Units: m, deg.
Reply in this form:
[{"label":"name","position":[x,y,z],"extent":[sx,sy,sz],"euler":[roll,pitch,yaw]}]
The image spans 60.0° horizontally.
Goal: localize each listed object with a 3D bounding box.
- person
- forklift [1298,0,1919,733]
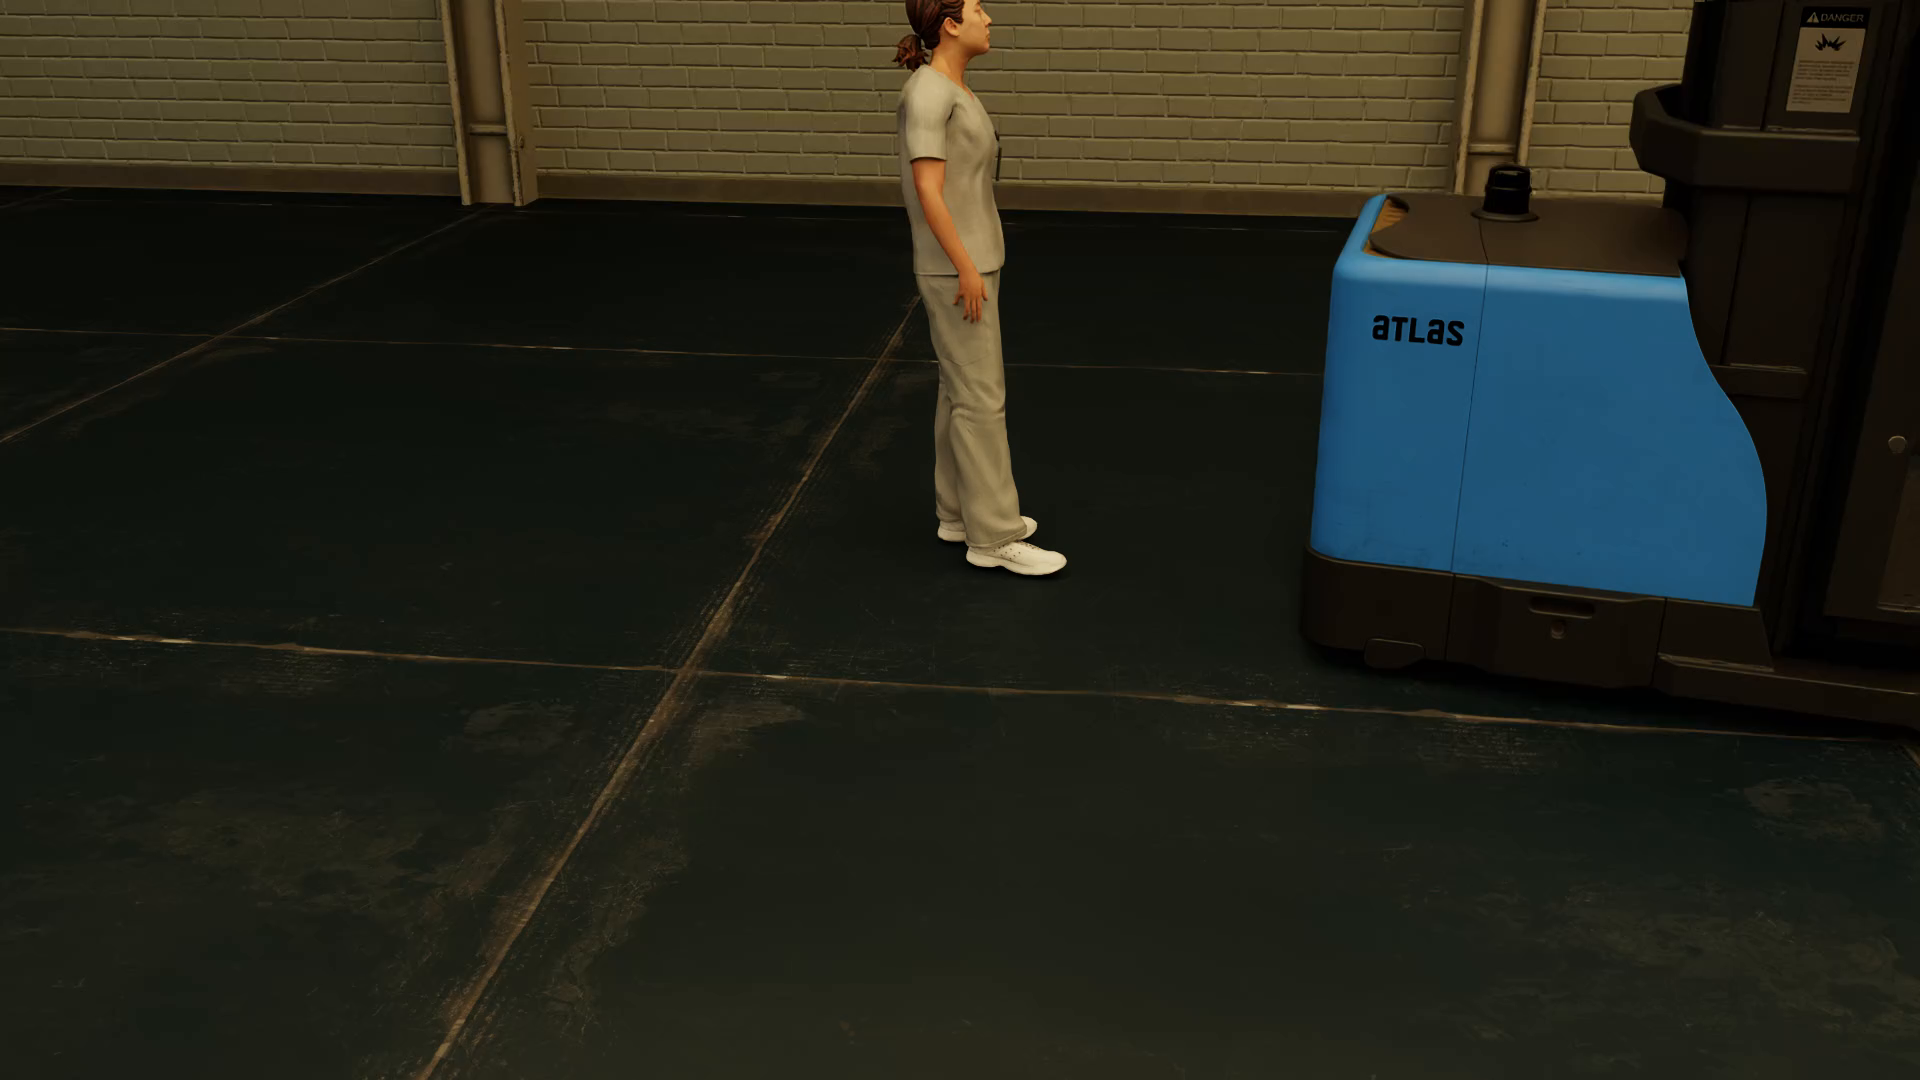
[{"label":"person","position":[0.072,-0.775,4.841],"extent":[0.548,1.672,0.550],"euler":[3,22,7]},{"label":"forklift","position":[2.469,-1.042,3.841],"extent":[3.031,2.935,1.130],"euler":[7,23,16]}]
